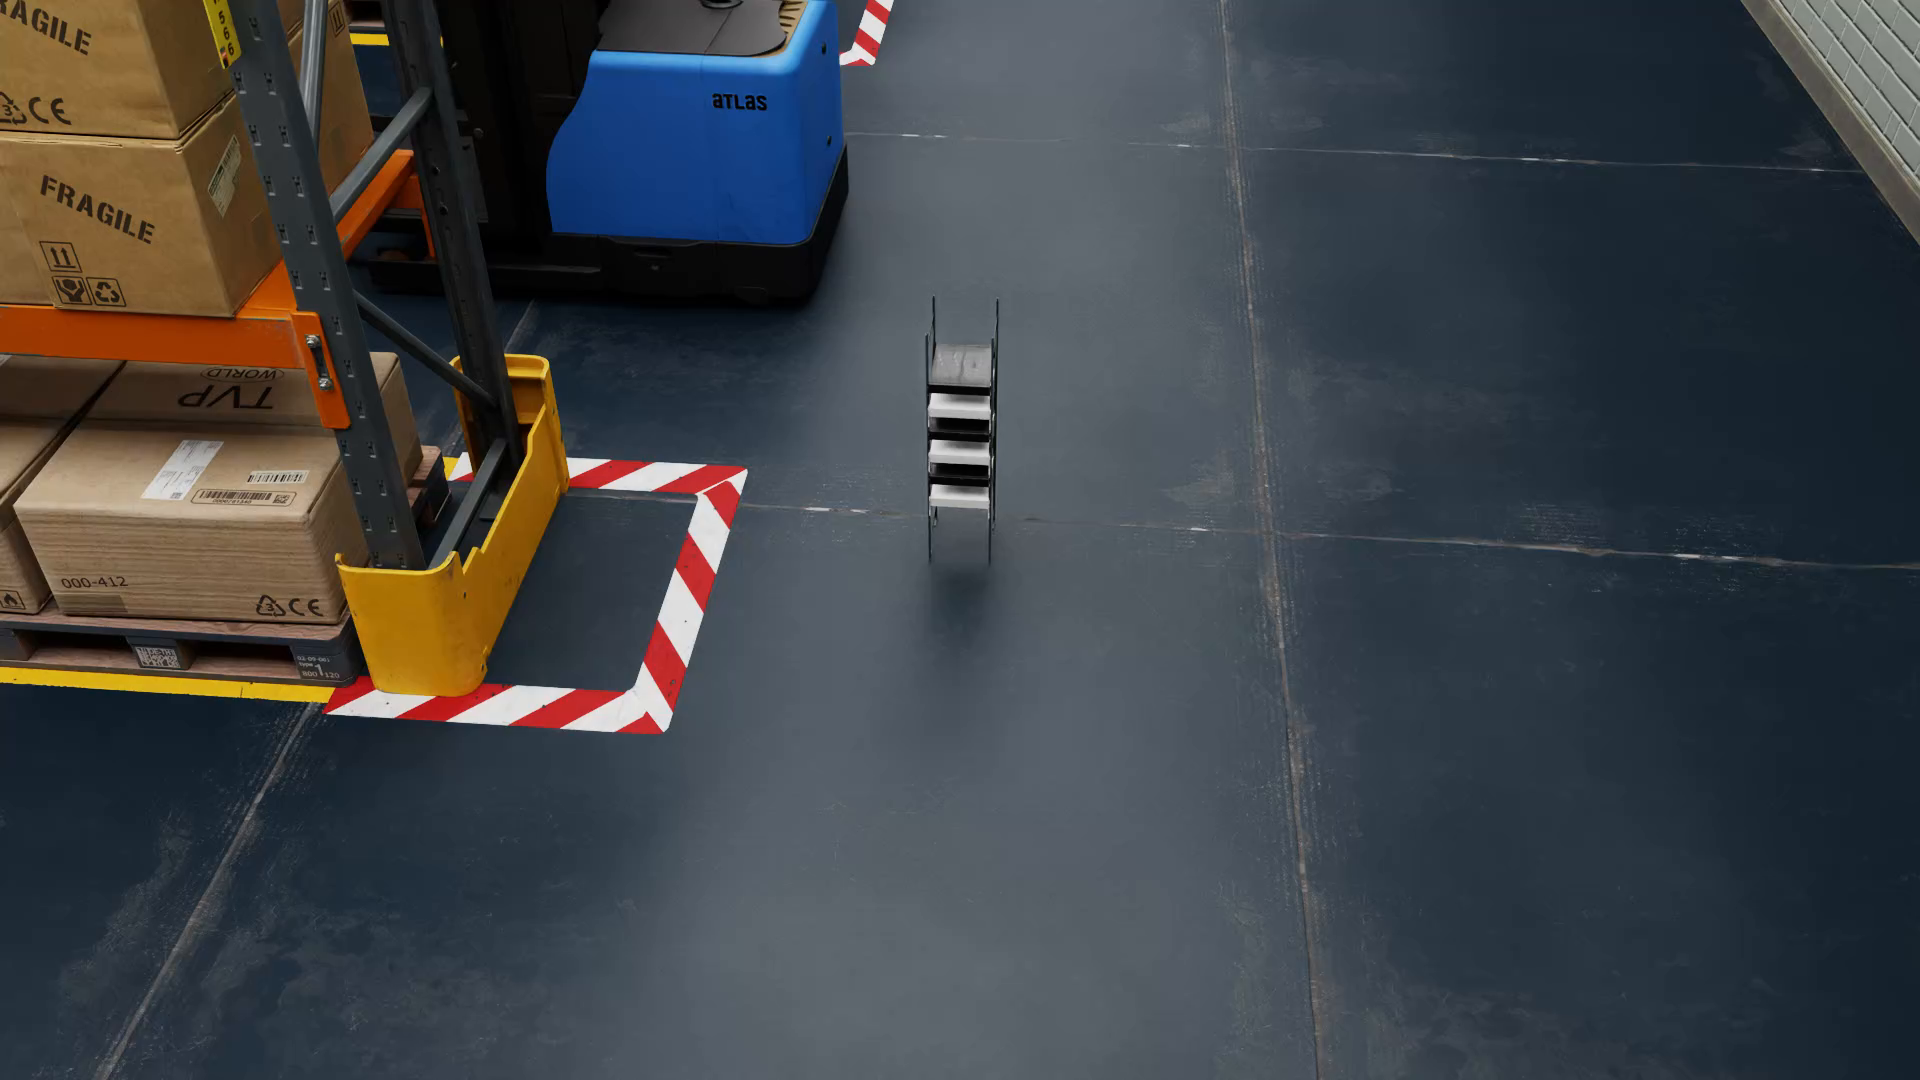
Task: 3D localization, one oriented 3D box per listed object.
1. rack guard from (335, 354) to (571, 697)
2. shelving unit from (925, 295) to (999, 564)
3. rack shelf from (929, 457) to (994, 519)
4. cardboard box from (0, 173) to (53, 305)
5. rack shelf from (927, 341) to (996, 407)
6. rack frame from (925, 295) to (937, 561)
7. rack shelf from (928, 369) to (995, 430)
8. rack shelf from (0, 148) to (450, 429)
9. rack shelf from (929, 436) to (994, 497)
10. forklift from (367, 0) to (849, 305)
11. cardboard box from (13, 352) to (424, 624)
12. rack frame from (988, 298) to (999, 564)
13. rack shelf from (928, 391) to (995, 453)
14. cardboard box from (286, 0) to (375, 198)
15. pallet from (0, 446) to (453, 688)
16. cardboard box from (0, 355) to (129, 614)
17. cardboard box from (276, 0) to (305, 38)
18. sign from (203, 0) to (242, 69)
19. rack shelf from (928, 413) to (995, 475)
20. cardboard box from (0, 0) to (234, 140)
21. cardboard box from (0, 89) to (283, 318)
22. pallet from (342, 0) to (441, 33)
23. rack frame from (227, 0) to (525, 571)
[{"bbox_3d":[-1.624,-0.081,5.453,0.348,0.500,1.175,3,39,4],"label":"rack guard"},{"bbox_3d":[0.008,-0.349,5.465,0.210,0.900,0.258,3,39,4],"label":"shelving unit"},{"bbox_3d":[0.008,-0.183,5.600,0.200,0.077,0.258,3,39,4],"label":"rack shelf"},{"bbox_3d":[-2.650,-0.987,4.507,0.500,0.500,0.500,2,39,3],"label":"cardboard box"},{"bbox_3d":[0.008,-0.532,5.316,0.200,0.077,0.258,3,39,4],"label":"rack shelf"},{"bbox_3d":[-0.093,-0.354,5.472,0.006,0.900,0.240,3,39,4],"label":"rack frame"},{"bbox_3d":[0.008,-0.462,5.373,0.200,0.077,0.258,3,39,4],"label":"rack shelf"},{"bbox_3d":[-3.640,-0.881,5.026,4.000,0.370,1.077,3,39,4],"label":"rack shelf"},{"bbox_3d":[0.008,-0.253,5.543,0.200,0.077,0.258,3,39,4],"label":"rack shelf"},{"bbox_3d":[-2.060,-2.506,6.506,3.031,2.935,1.130,4,39,5],"label":"forklift"},{"bbox_3d":[-2.314,-0.194,5.309,0.875,0.438,0.875,2,39,2],"label":"cardboard box"},{"bbox_3d":[0.109,-0.343,5.459,0.006,0.900,0.240,3,39,4],"label":"rack frame"},{"bbox_3d":[0.008,-0.392,5.430,0.200,0.077,0.258,3,39,4],"label":"rack shelf"},{"bbox_3d":[-2.101,-1.297,4.888,0.500,0.500,0.500,3,39,3],"label":"cardboard box"},{"bbox_3d":[-2.451,0.036,5.539,1.213,0.211,1.003,3,39,4],"label":"pallet"},{"bbox_3d":[-3.226,-0.238,5.363,0.875,0.438,0.875,4,39,5],"label":"cardboard box"},{"bbox_3d":[-2.101,-1.683,4.570,0.500,0.500,0.500,2,39,3],"label":"cardboard box"},{"bbox_3d":[-1.708,-1.252,3.807,0.005,0.325,0.100,3,39,4],"label":"sign"},{"bbox_3d":[0.008,-0.323,5.486,0.200,0.077,0.258,3,39,4],"label":"rack shelf"},{"bbox_3d":[-2.148,-1.354,4.167,0.500,0.500,0.500,4,39,5],"label":"cardboard box"},{"bbox_3d":[-2.151,-0.950,4.462,0.500,0.500,0.500,3,39,4],"label":"cardboard box"},{"bbox_3d":[-3.415,-3.227,9.548,1.213,0.211,1.003,3,39,4],"label":"pallet"},{"bbox_3d":[-1.647,-1.051,4.665,0.127,3.000,1.000,3,39,4],"label":"rack frame"}]
